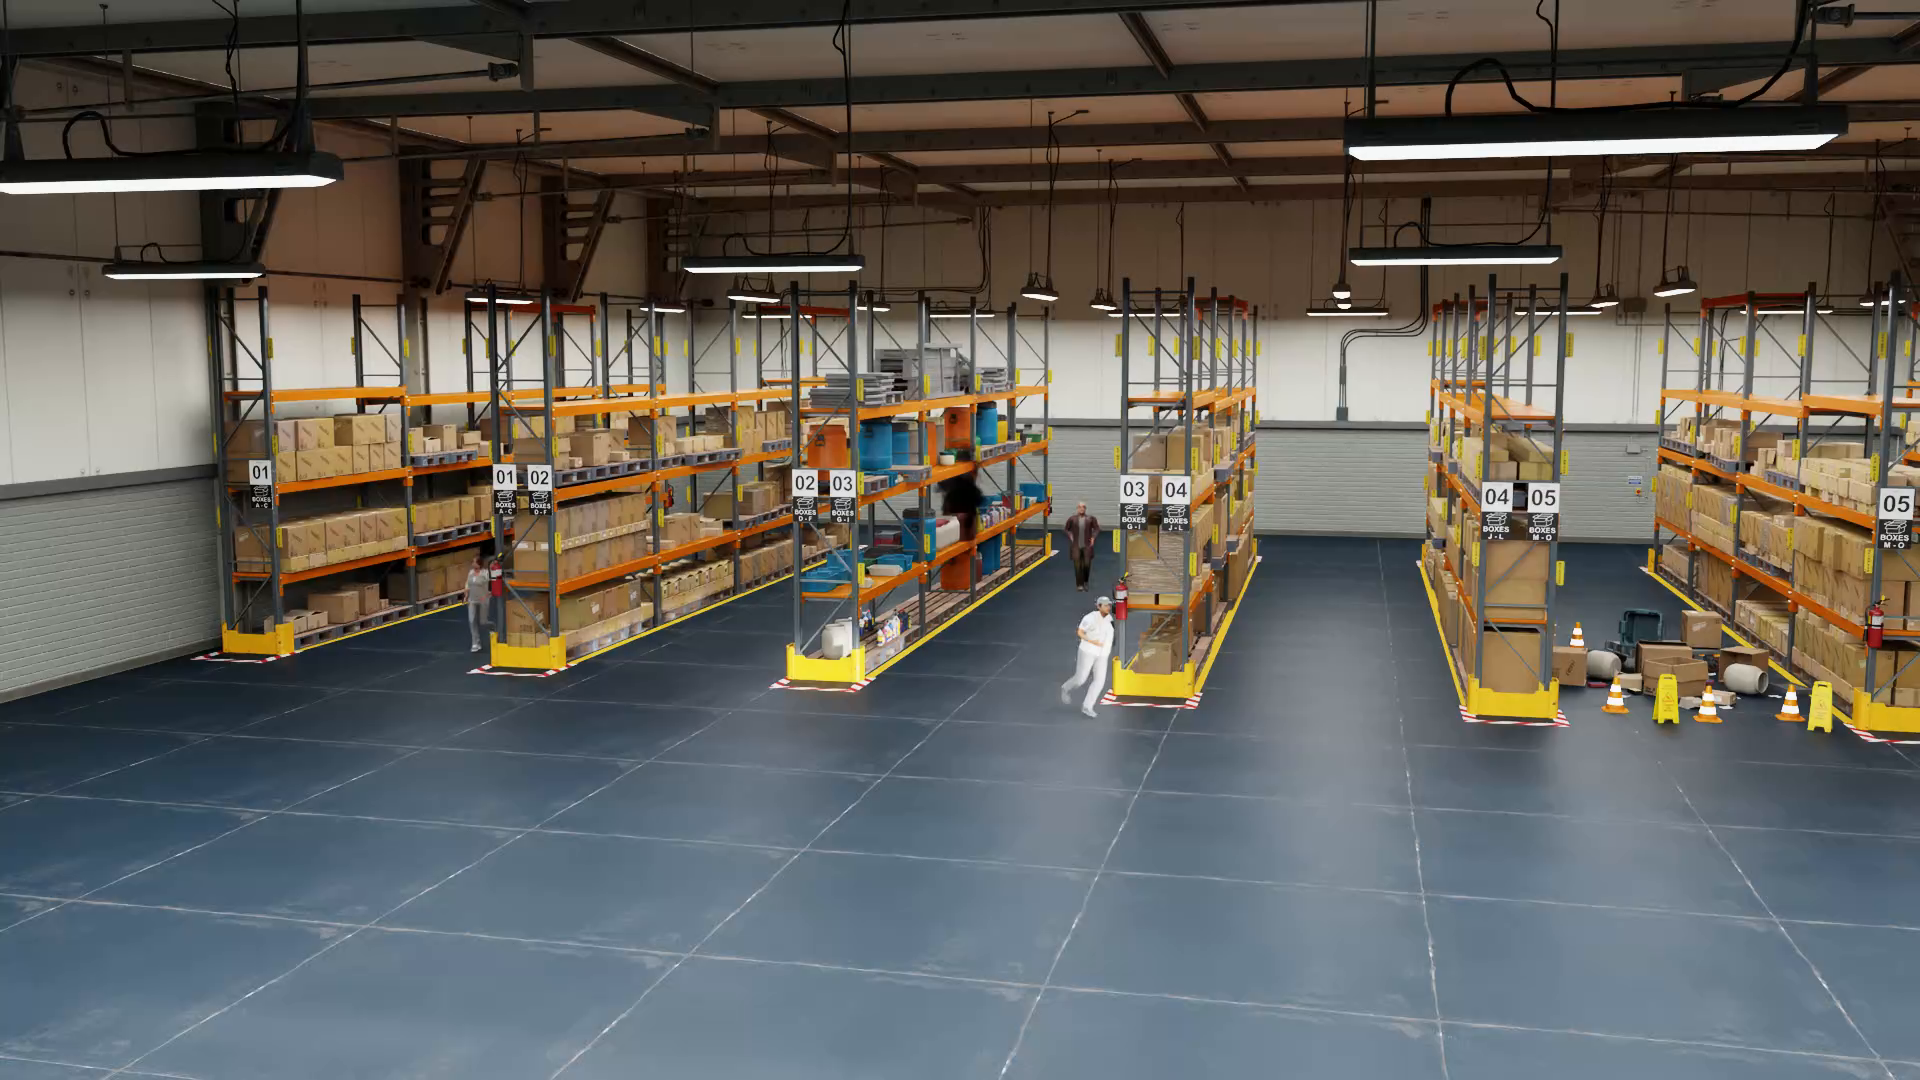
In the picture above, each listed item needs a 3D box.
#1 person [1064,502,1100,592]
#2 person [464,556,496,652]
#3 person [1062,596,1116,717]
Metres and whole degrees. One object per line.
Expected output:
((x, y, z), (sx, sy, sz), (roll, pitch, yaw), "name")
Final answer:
((2.363, 0.149, 32.314), (0.703, 1.767, 0.616), (0, 7, 4), "person")
((-8.010, 1.041, 27.751), (0.568, 1.571, 0.738), (1, 7, 10), "person")
((1.856, 1.577, 23.043), (0.658, 1.620, 0.844), (-3, 7, -25), "person")
